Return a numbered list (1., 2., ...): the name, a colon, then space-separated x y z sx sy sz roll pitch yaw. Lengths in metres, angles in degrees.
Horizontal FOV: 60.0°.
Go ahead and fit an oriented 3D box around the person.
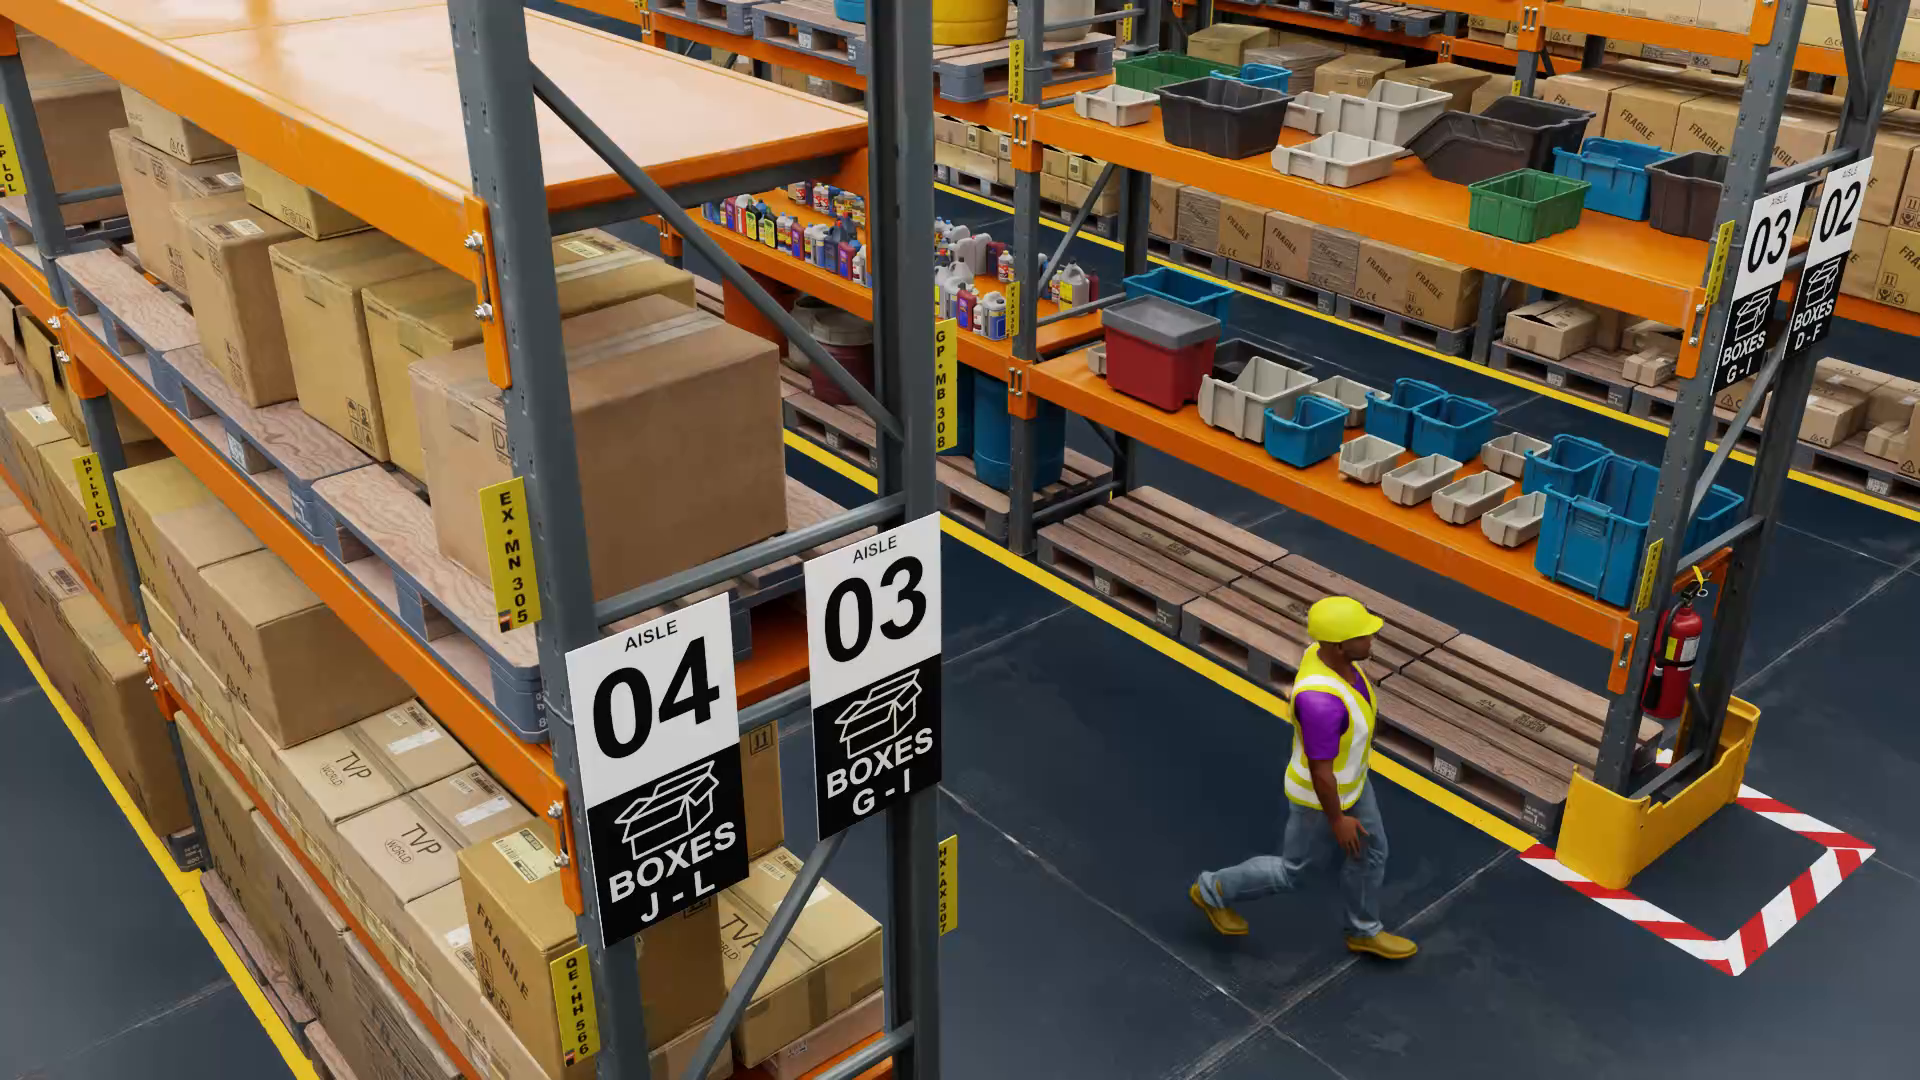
1. person: 1.431 0.963 6.888 0.790 1.670 0.559 11 30 20
